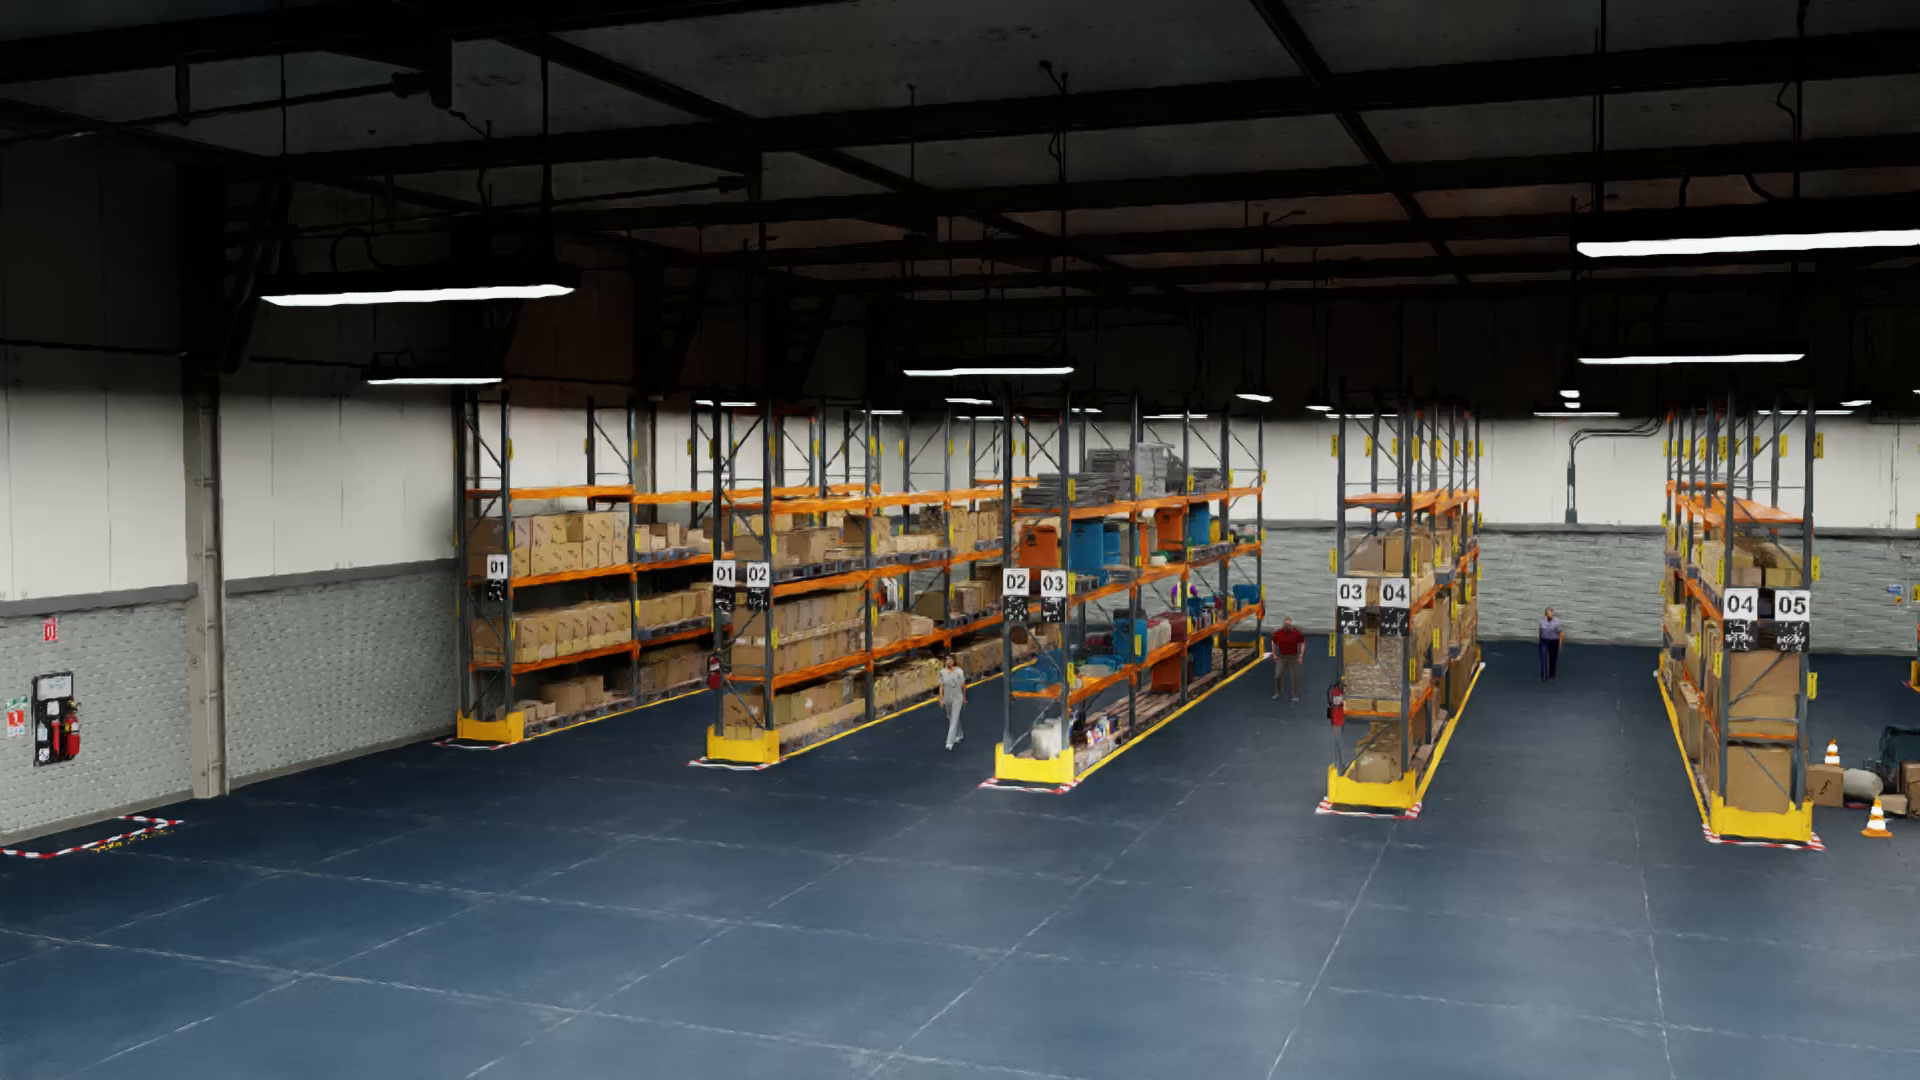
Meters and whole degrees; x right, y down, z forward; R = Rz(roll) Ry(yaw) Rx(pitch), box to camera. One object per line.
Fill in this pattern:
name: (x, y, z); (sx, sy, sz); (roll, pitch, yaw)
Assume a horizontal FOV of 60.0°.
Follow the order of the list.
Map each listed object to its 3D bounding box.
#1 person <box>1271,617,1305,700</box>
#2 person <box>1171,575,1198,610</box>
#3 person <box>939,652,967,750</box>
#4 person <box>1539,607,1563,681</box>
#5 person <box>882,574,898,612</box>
person: (6.513, 2.351, 33.037); (0.682, 1.675, 0.535); (1, 3, 18)
person: (5.913, 1.737, 43.903); (0.719, 1.714, 0.578); (1, 3, 19)
person: (-0.151, 2.659, 27.812); (0.446, 1.588, 1.110); (1, 3, 23)
person: (12.728, 2.229, 35.836); (0.491, 1.590, 1.001); (1, 3, 19)
person: (-2.026, 1.658, 44.763); (0.782, 1.768, 0.539); (-1, 3, -22)
